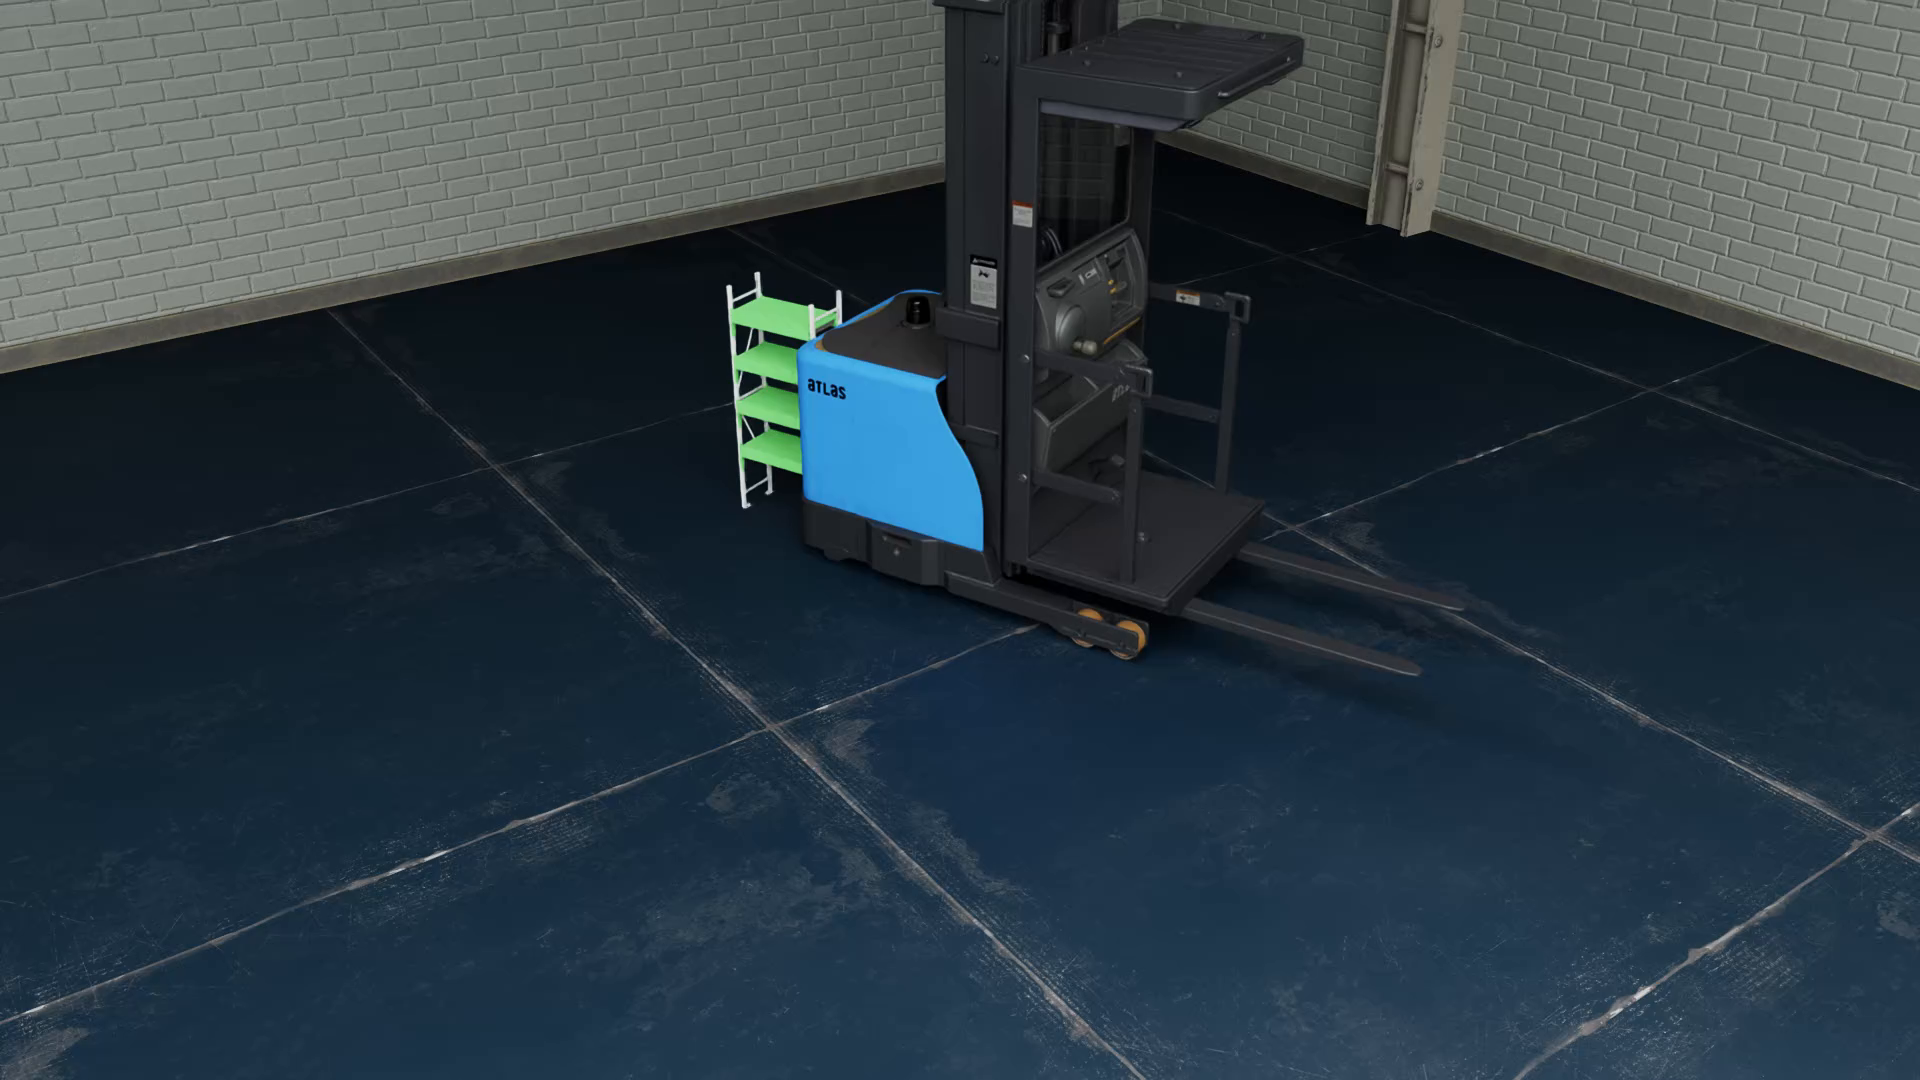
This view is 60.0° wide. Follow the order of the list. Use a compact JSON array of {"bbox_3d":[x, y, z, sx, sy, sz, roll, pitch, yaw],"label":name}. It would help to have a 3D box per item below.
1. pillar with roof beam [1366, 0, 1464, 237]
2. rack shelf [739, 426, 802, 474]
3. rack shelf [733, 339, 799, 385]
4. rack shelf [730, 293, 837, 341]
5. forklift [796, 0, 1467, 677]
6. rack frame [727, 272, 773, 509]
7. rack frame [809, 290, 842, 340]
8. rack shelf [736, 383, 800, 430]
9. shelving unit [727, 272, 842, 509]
[{"bbox_3d":[-0.173,-5.146,8.296,9.100,9.000,0.400,-19,34,-31],"label":"pillar with roof beam"},{"bbox_3d":[-0.844,-0.410,8.385,0.480,0.148,0.258,16,33,28],"label":"rack shelf"},{"bbox_3d":[-0.844,-0.832,8.156,0.480,0.148,0.258,16,33,28],"label":"rack shelf"},{"bbox_3d":[-0.844,-1.043,8.041,0.480,0.148,0.258,16,33,28],"label":"rack shelf"},{"bbox_3d":[0.753,-1.055,7.122,3.031,2.935,1.130,16,33,28],"label":"forklift"},{"bbox_3d":[-1.051,-0.739,8.353,0.015,1.200,0.240,16,33,28],"label":"rack frame"},{"bbox_3d":[-0.636,-0.616,8.127,0.015,1.200,0.240,16,33,28],"label":"rack frame"},{"bbox_3d":[-0.844,-0.621,8.270,0.480,0.148,0.258,16,33,28],"label":"rack shelf"},{"bbox_3d":[-0.844,-0.677,8.240,0.503,1.200,0.258,16,33,28],"label":"shelving unit"}]
